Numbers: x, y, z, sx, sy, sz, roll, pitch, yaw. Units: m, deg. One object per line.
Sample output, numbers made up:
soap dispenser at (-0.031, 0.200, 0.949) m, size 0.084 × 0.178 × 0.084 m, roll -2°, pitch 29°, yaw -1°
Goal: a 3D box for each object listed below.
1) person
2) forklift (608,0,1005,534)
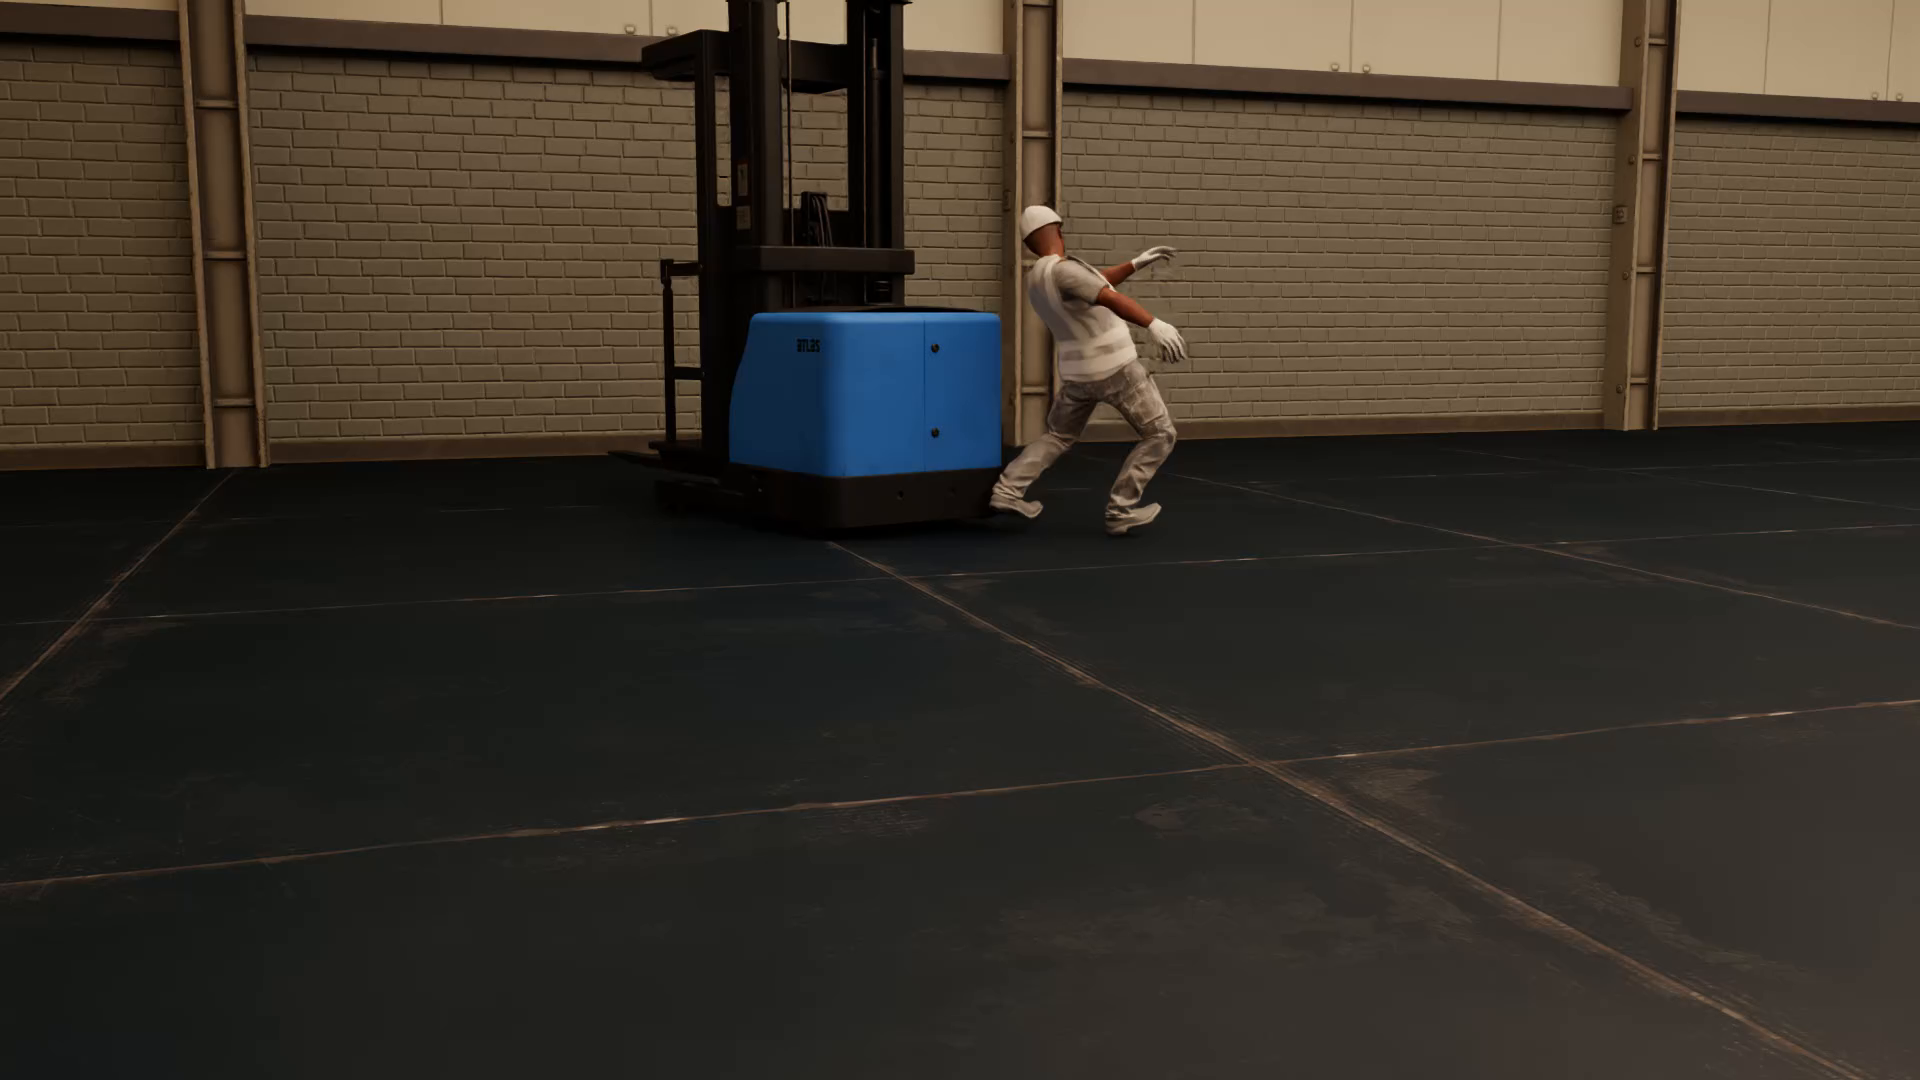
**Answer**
person at (0.717, -0.815, 7.995) m, size 0.839 × 1.575 × 0.977 m, roll -5°, pitch 9°, yaw -33°
forklift at (-1.035, -1.638, 9.091) m, size 1.130 × 2.935 × 3.031 m, roll -5°, pitch 9°, yaw -35°
